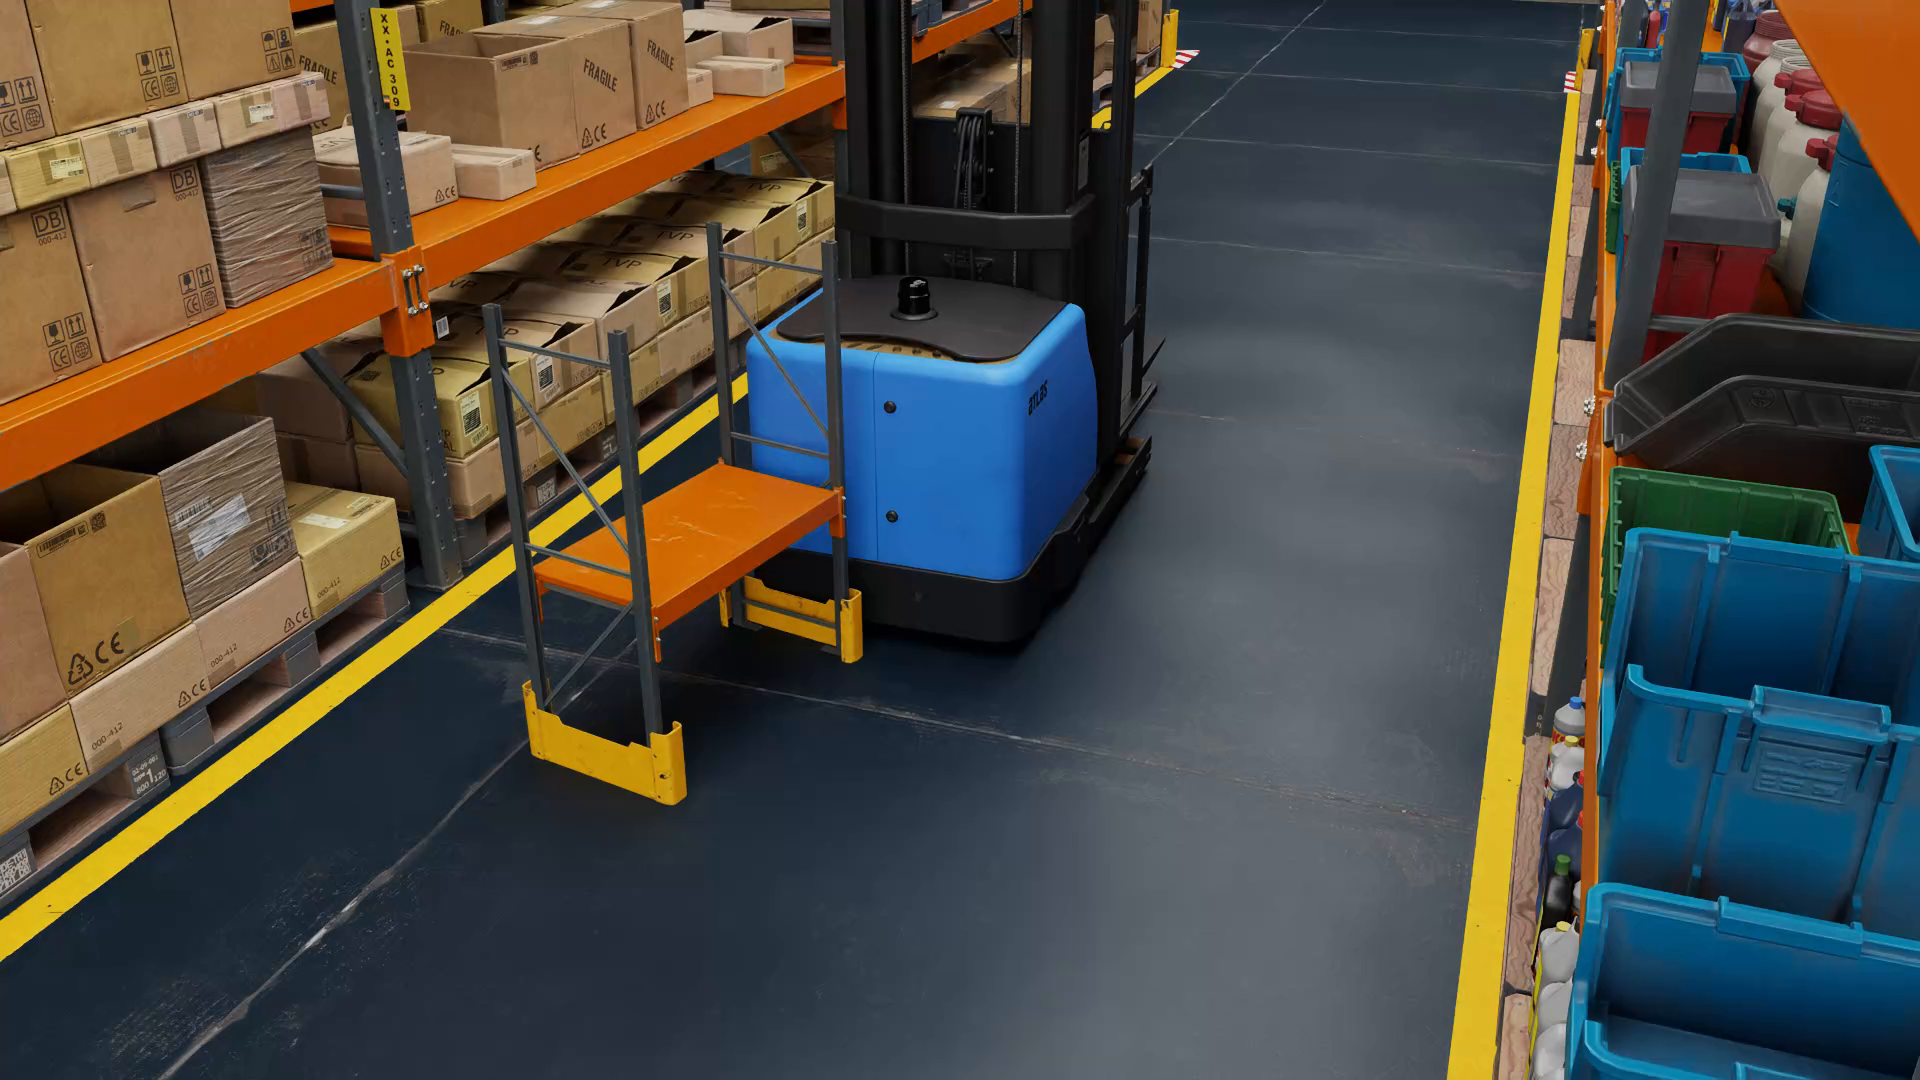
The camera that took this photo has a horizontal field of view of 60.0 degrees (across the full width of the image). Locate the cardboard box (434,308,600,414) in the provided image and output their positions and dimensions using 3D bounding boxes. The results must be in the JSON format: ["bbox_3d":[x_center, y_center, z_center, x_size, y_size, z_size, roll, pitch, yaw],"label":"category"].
[{"bbox_3d":[-1.866,-0.788,6.965,0.500,0.311,0.500,8,27,17],"label":"cardboard box"}]

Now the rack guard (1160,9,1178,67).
[{"bbox_3d":[1.558,-5.020,16.545,1.175,0.500,0.348,9,27,17],"label":"rack guard"}]

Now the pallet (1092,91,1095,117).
[{"bbox_3d":[0.481,-3.560,13.860,1.003,0.211,1.213,9,27,17],"label":"pallet"}]

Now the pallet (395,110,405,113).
[{"bbox_3d":[-4.606,-3.667,14.080,1.003,0.211,1.213,9,27,17],"label":"pallet"}]

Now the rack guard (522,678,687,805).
[{"bbox_3d":[-1.109,0.622,5.179,0.587,0.250,0.087,14,29,27],"label":"rack guard"}]

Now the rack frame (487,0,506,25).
[{"bbox_3d":[-4.421,-5.250,14.150,1.000,3.000,0.127,9,27,17],"label":"rack frame"}]

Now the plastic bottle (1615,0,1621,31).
[{"bbox_3d":[4.100,-3.242,10.145,0.152,0.276,0.135,9,27,17],"label":"plastic bottle"}]

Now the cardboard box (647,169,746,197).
[{"bbox_3d":[-1.530,-1.920,9.304,0.500,0.311,0.500,10,27,19],"label":"cardboard box"}]

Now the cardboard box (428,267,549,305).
[{"bbox_3d":[-2.210,-1.076,7.561,0.500,0.311,0.500,9,27,17],"label":"cardboard box"}]

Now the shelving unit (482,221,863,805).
[{"bbox_3d":[-0.860,-0.129,5.295,0.587,1.500,1.083,14,29,27],"label":"shelving unit"}]

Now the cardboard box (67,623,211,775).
[{"bbox_3d":[-2.687,0.437,5.078,0.500,0.250,0.500,9,27,17],"label":"cardboard box"}]

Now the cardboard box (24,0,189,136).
[{"bbox_3d":[-2.719,-1.483,4.767,0.700,0.500,0.500,9,27,17],"label":"cardboard box"}]

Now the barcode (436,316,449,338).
[{"bbox_3d":[-1.933,-0.795,6.211,0.001,0.075,0.075,9,27,17],"label":"barcode"}]

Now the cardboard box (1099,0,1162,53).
[{"bbox_3d":[1.634,-4.990,15.978,0.500,0.500,0.500,9,27,17],"label":"cardboard box"}]

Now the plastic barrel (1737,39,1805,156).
[{"bbox_3d":[3.450,-1.766,6.826,0.421,0.512,0.421,0,26,0],"label":"plastic barrel"}]

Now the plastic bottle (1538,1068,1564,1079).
[{"bbox_3d":[1.236,1.228,3.391,0.152,0.276,0.135,9,27,18],"label":"plastic bottle"}]

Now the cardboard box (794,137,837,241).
[{"bbox_3d":[-0.658,-2.108,10.024,0.500,0.500,0.500,10,28,20],"label":"cardboard box"}]

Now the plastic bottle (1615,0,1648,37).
[{"bbox_3d":[4.023,-3.146,9.948,0.152,0.276,0.135,9,27,17],"label":"plastic bottle"}]

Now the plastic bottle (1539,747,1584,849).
[{"bbox_3d":[1.658,0.707,4.469,0.152,0.276,0.135,10,27,19],"label":"plastic bottle"}]

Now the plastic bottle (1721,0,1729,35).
[{"bbox_3d":[4.682,-3.199,10.063,0.097,0.271,0.097,0,26,0],"label":"plastic bottle"}]

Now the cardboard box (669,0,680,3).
[{"bbox_3d":[-3.228,-5.655,17.374,0.700,0.500,0.500,9,27,17],"label":"cardboard box"}]

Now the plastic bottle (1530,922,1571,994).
[{"bbox_3d":[1.420,0.998,3.953,0.097,0.201,0.097,0,26,0],"label":"plastic bottle"}]

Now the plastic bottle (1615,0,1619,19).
[{"bbox_3d":[4.222,-3.426,10.531,0.097,0.271,0.097,0,26,0],"label":"plastic bottle"}]

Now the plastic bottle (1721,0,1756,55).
[{"bbox_3d":[4.370,-2.880,9.312,0.144,0.351,0.185,9,27,17],"label":"plastic bottle"}]

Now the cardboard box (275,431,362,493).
[{"bbox_3d":[-2.546,-0.409,6.826,0.500,0.250,0.500,8,27,17],"label":"cardboard box"}]

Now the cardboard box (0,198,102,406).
[{"bbox_3d":[-2.892,-0.684,4.605,0.700,0.500,0.500,9,27,18],"label":"cardboard box"}]

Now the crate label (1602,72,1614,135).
[{"bbox_3d":[3.097,-1.975,7.579,0.303,0.233,0.416,9,27,17],"label":"crate label"}]

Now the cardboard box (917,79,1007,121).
[{"bbox_3d":[0.018,-2.953,11.771,0.500,0.500,0.500,9,27,18],"label":"cardboard box"}]

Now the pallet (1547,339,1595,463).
[{"bbox_3d":[3.296,-0.601,7.750,1.003,0.211,1.213,9,27,17],"label":"pallet"}]

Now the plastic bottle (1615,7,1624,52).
[{"bbox_3d":[3.809,-2.945,9.525,0.061,0.283,0.133,9,27,17],"label":"plastic bottle"}]

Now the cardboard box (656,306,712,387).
[{"bbox_3d":[-1.531,-0.958,7.961,0.500,0.250,0.500,9,27,18],"label":"cardboard box"}]

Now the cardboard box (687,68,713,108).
[{"bbox_3d":[-1.450,-2.244,8.230,0.380,0.149,0.250,11,28,21],"label":"cardboard box"}]

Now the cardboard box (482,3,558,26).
[{"bbox_3d":[-4.075,-4.606,15.207,0.700,0.500,0.500,9,27,18],"label":"cardboard box"}]

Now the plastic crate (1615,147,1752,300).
[{"bbox_3d":[2.333,-1.017,5.426,0.392,0.384,0.575,9,27,17],"label":"plastic crate"}]

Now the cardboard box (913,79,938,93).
[{"bbox_3d":[-0.479,-3.017,11.903,0.500,0.500,0.500,9,27,18],"label":"cardboard box"}]

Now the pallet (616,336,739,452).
[{"bbox_3d":[-1.798,-0.802,8.163,1.003,0.211,1.213,9,27,17],"label":"pallet"}]

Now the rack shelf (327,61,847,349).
[{"bbox_3d":[-1.745,-1.743,7.734,1.077,0.370,4.000,9,27,17],"label":"rack shelf"}]

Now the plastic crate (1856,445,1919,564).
[{"bbox_3d":[2.147,0.036,3.405,0.499,0.251,0.616,9,27,17],"label":"plastic crate"}]

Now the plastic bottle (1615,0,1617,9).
[{"bbox_3d":[4.353,-3.617,10.912,0.061,0.283,0.133,9,27,17],"label":"plastic bottle"}]

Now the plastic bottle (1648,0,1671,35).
[{"bbox_3d":[4.244,-3.220,10.100,0.152,0.276,0.135,9,27,17],"label":"plastic bottle"}]

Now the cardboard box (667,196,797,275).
[{"bbox_3d":[-1.188,-1.627,8.699,0.500,0.311,0.500,8,27,17],"label":"cardboard box"}]

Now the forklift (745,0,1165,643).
[{"bbox_3d":[0.209,-1.578,6.646,1.130,2.935,3.031,9,27,17],"label":"forklift"}]

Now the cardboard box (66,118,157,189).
[{"bbox_3d":[-2.554,-1.122,4.766,0.380,0.149,0.250,9,27,17],"label":"cardboard box"}]

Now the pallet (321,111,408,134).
[{"bbox_3d":[-5.011,-3.163,13.041,1.003,0.211,1.213,9,27,17],"label":"pallet"}]

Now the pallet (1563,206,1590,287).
[{"bbox_3d":[4.221,-1.744,10.109,1.003,0.211,1.213,9,27,17],"label":"pallet"}]

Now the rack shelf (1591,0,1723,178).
[{"bbox_3d":[4.256,-2.667,9.642,1.077,0.370,4.000,9,27,17],"label":"rack shelf"}]

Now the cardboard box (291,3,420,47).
[{"bbox_3d":[-4.807,-3.819,13.181,0.750,0.750,0.750,10,27,19],"label":"cardboard box"}]

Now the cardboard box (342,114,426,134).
[{"bbox_3d":[-2.291,-1.573,6.710,0.396,0.266,0.258,8,27,16],"label":"cardboard box"}]

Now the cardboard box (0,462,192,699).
[{"bbox_3d":[-2.699,0.098,4.918,0.500,0.500,0.500,9,27,17],"label":"cardboard box"}]

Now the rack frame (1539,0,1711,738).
[{"bbox_3d":[2.260,-0.525,4.393,1.000,3.000,0.127,9,27,17],"label":"rack frame"}]

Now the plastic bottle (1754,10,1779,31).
[{"bbox_3d":[4.501,-2.814,9.263,0.152,0.276,0.135,9,27,17],"label":"plastic bottle"}]

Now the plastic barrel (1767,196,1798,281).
[{"bbox_3d":[2.845,-0.985,5.500,0.301,0.262,0.301,0,26,0],"label":"plastic barrel"}]
